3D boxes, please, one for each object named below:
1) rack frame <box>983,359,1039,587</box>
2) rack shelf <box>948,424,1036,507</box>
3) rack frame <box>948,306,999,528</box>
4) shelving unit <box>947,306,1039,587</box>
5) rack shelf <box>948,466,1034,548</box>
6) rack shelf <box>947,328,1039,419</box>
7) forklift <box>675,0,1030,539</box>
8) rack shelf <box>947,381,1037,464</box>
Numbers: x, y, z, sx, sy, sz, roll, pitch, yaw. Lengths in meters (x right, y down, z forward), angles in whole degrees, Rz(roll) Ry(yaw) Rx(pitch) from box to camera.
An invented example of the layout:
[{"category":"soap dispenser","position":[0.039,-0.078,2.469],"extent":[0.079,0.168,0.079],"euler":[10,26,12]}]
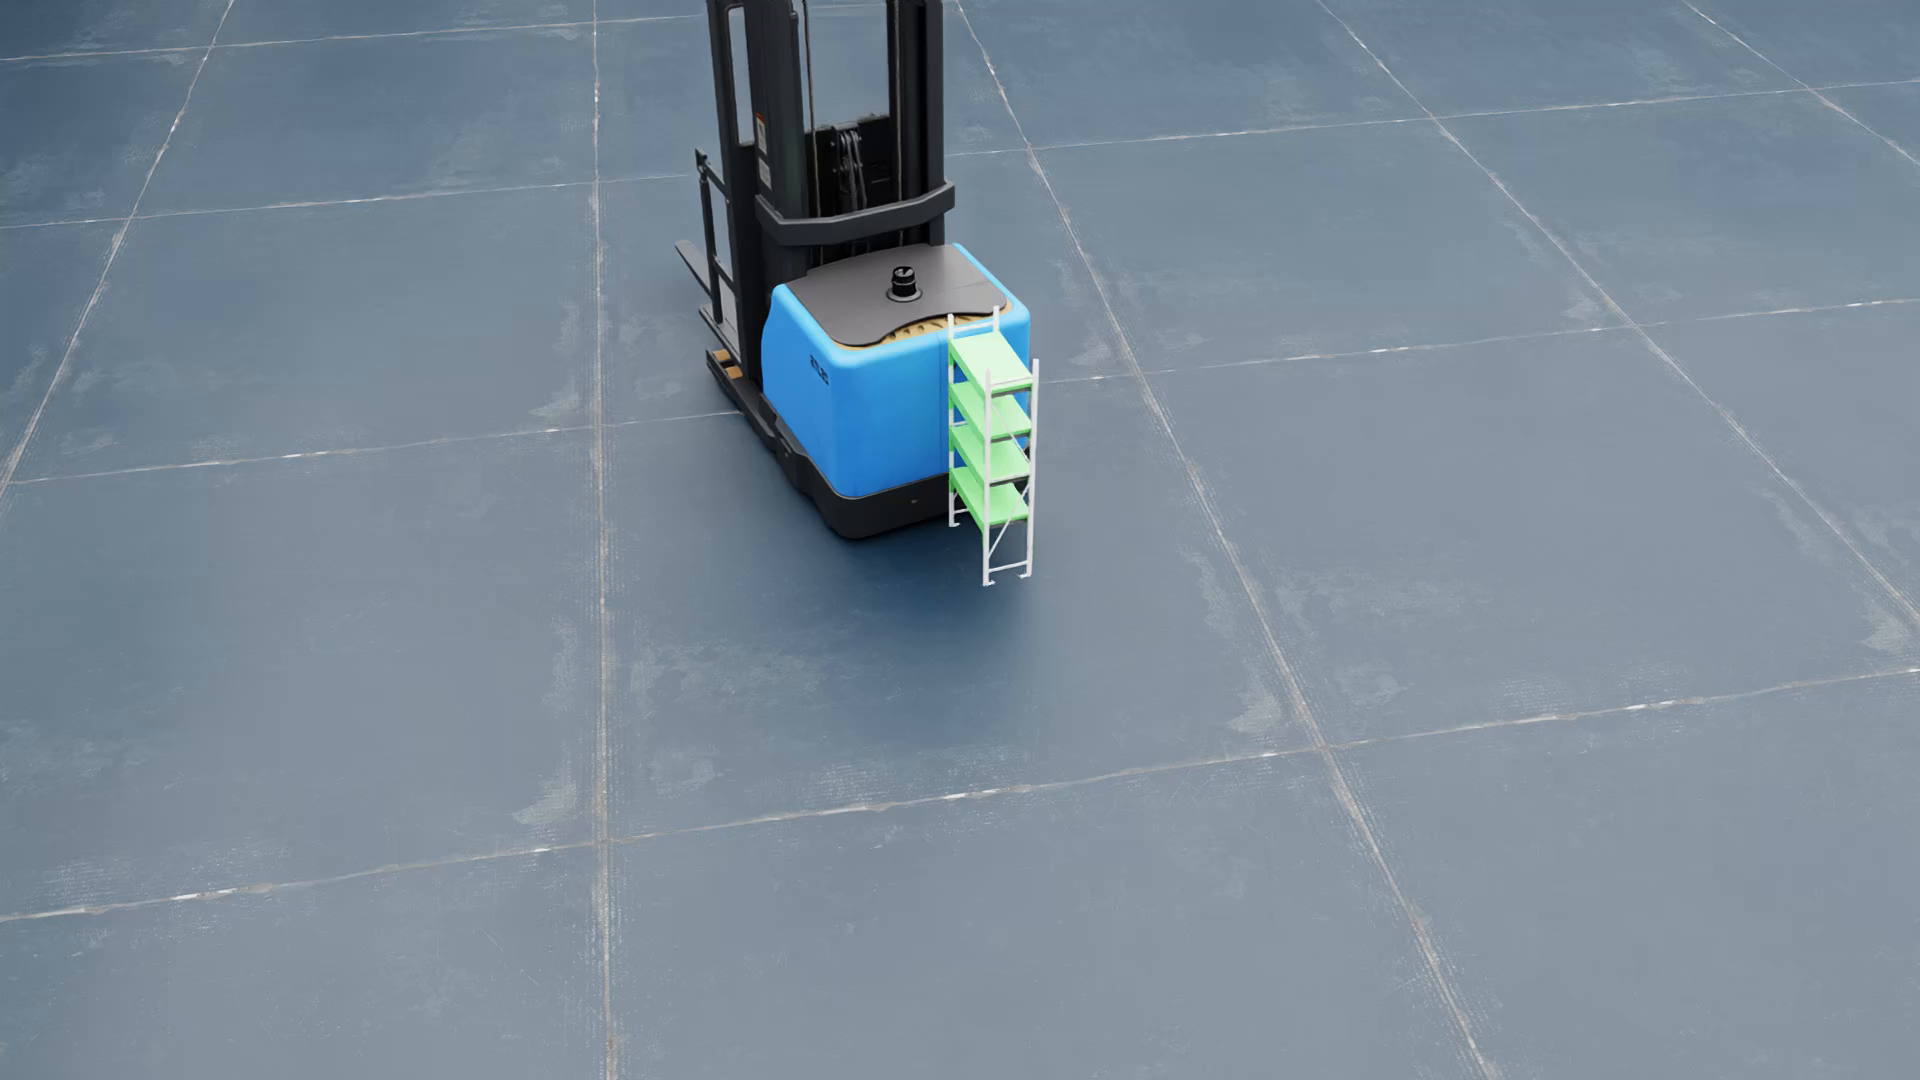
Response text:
[{"category":"rack frame","position":[0.225,-0.282,7.535],"extent":[0.240,1.200,0.015],"euler":[-12,40,-15]},{"category":"rack shelf","position":[0.143,-0.372,7.755],"extent":[0.258,0.148,0.480],"euler":[-12,40,-15]},{"category":"rack frame","position":[0.061,-0.564,7.897],"extent":[0.240,1.200,0.015],"euler":[-12,40,-15]},{"category":"shelving unit","position":[0.143,-0.423,7.716],"extent":[0.258,1.200,0.503],"euler":[-12,40,-15]},{"category":"rack shelf","position":[0.143,-0.183,7.902],"extent":[0.258,0.148,0.480],"euler":[-12,40,-15]},{"category":"rack shelf","position":[0.143,-0.751,7.461],"extent":[0.258,0.148,0.480],"euler":[-12,40,-15]},{"category":"forklift","position":[-0.761,-2.060,8.412],"extent":[1.130,2.935,3.031],"euler":[-17,41,-21]},{"category":"rack shelf","position":[0.143,-0.562,7.608],"extent":[0.258,0.148,0.480],"euler":[-12,40,-15]}]
